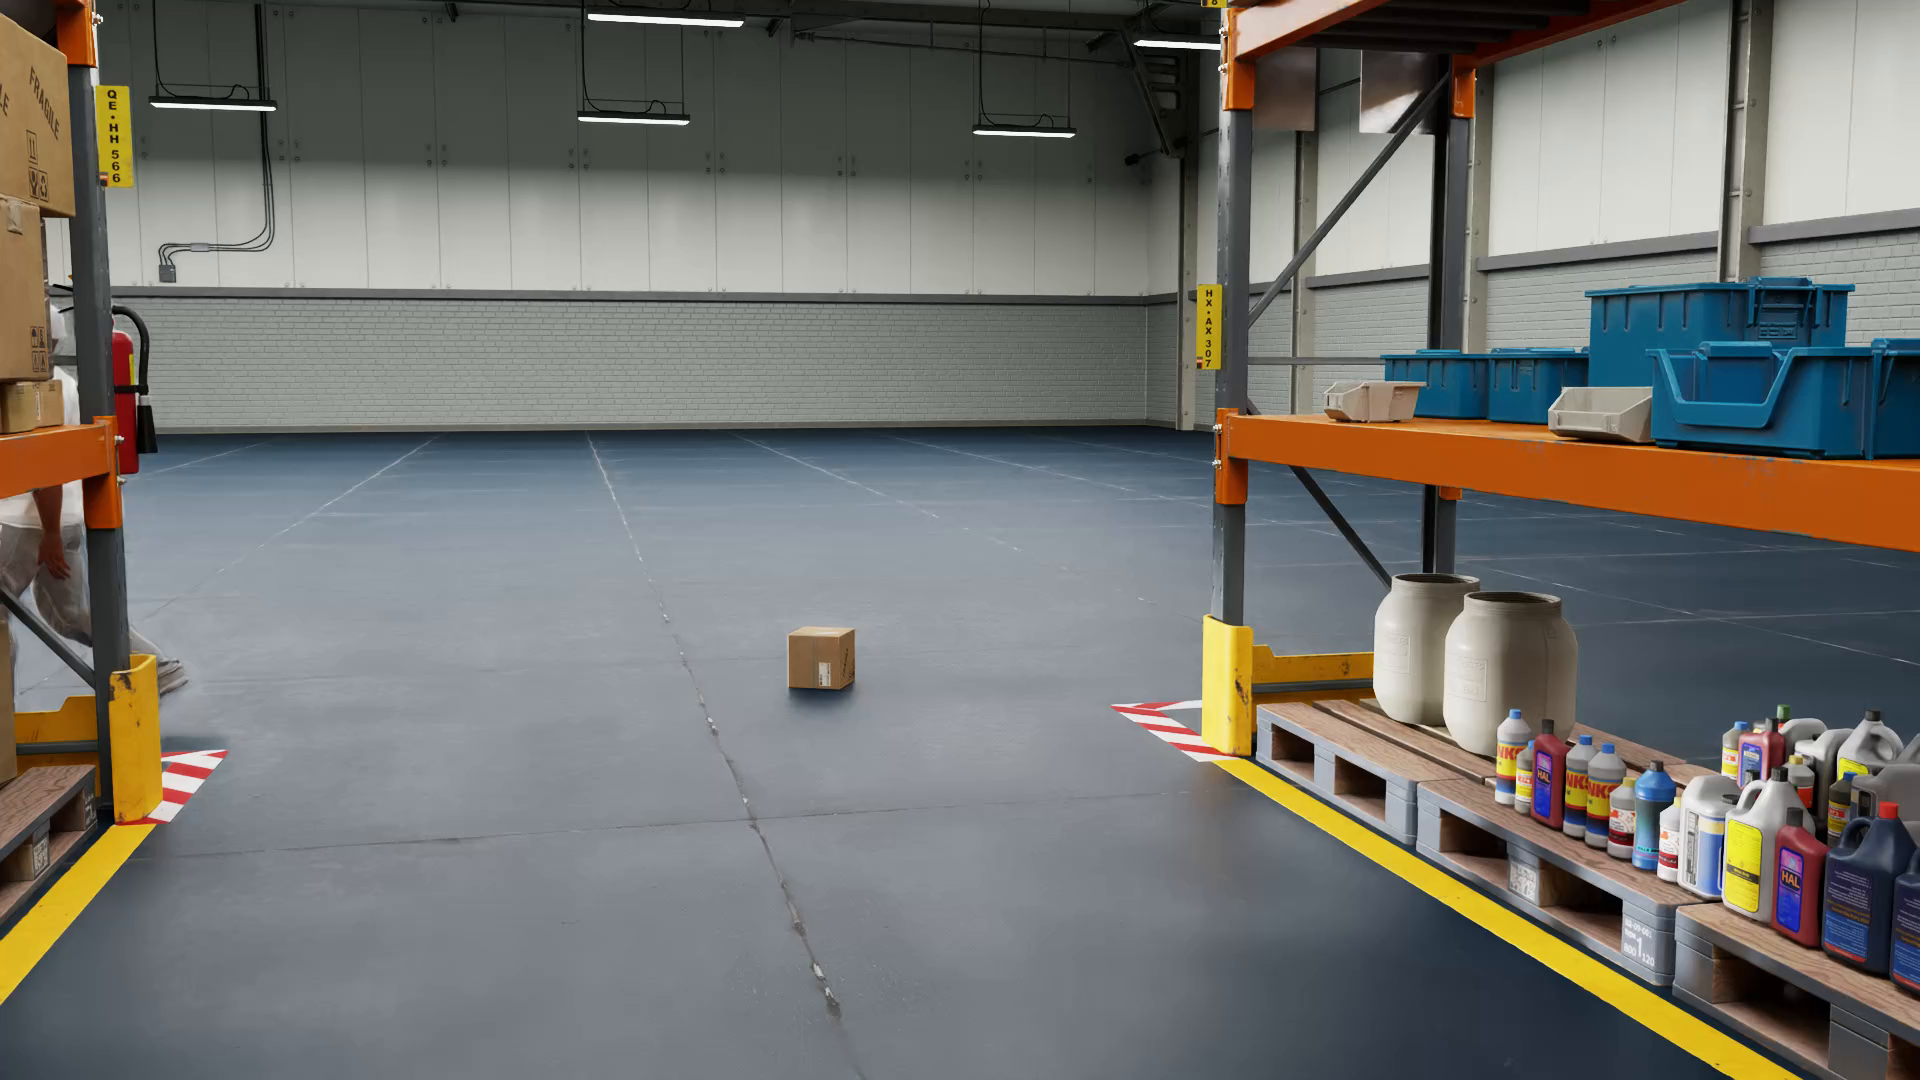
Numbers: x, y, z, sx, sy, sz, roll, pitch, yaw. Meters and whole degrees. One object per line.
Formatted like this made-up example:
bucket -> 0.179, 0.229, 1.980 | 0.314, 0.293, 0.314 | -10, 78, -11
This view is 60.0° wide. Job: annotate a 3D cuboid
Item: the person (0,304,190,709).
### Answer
person -> -3.605, -0.077, 6.557 | 0.963, 1.733, 0.581 | -1, 6, -14
